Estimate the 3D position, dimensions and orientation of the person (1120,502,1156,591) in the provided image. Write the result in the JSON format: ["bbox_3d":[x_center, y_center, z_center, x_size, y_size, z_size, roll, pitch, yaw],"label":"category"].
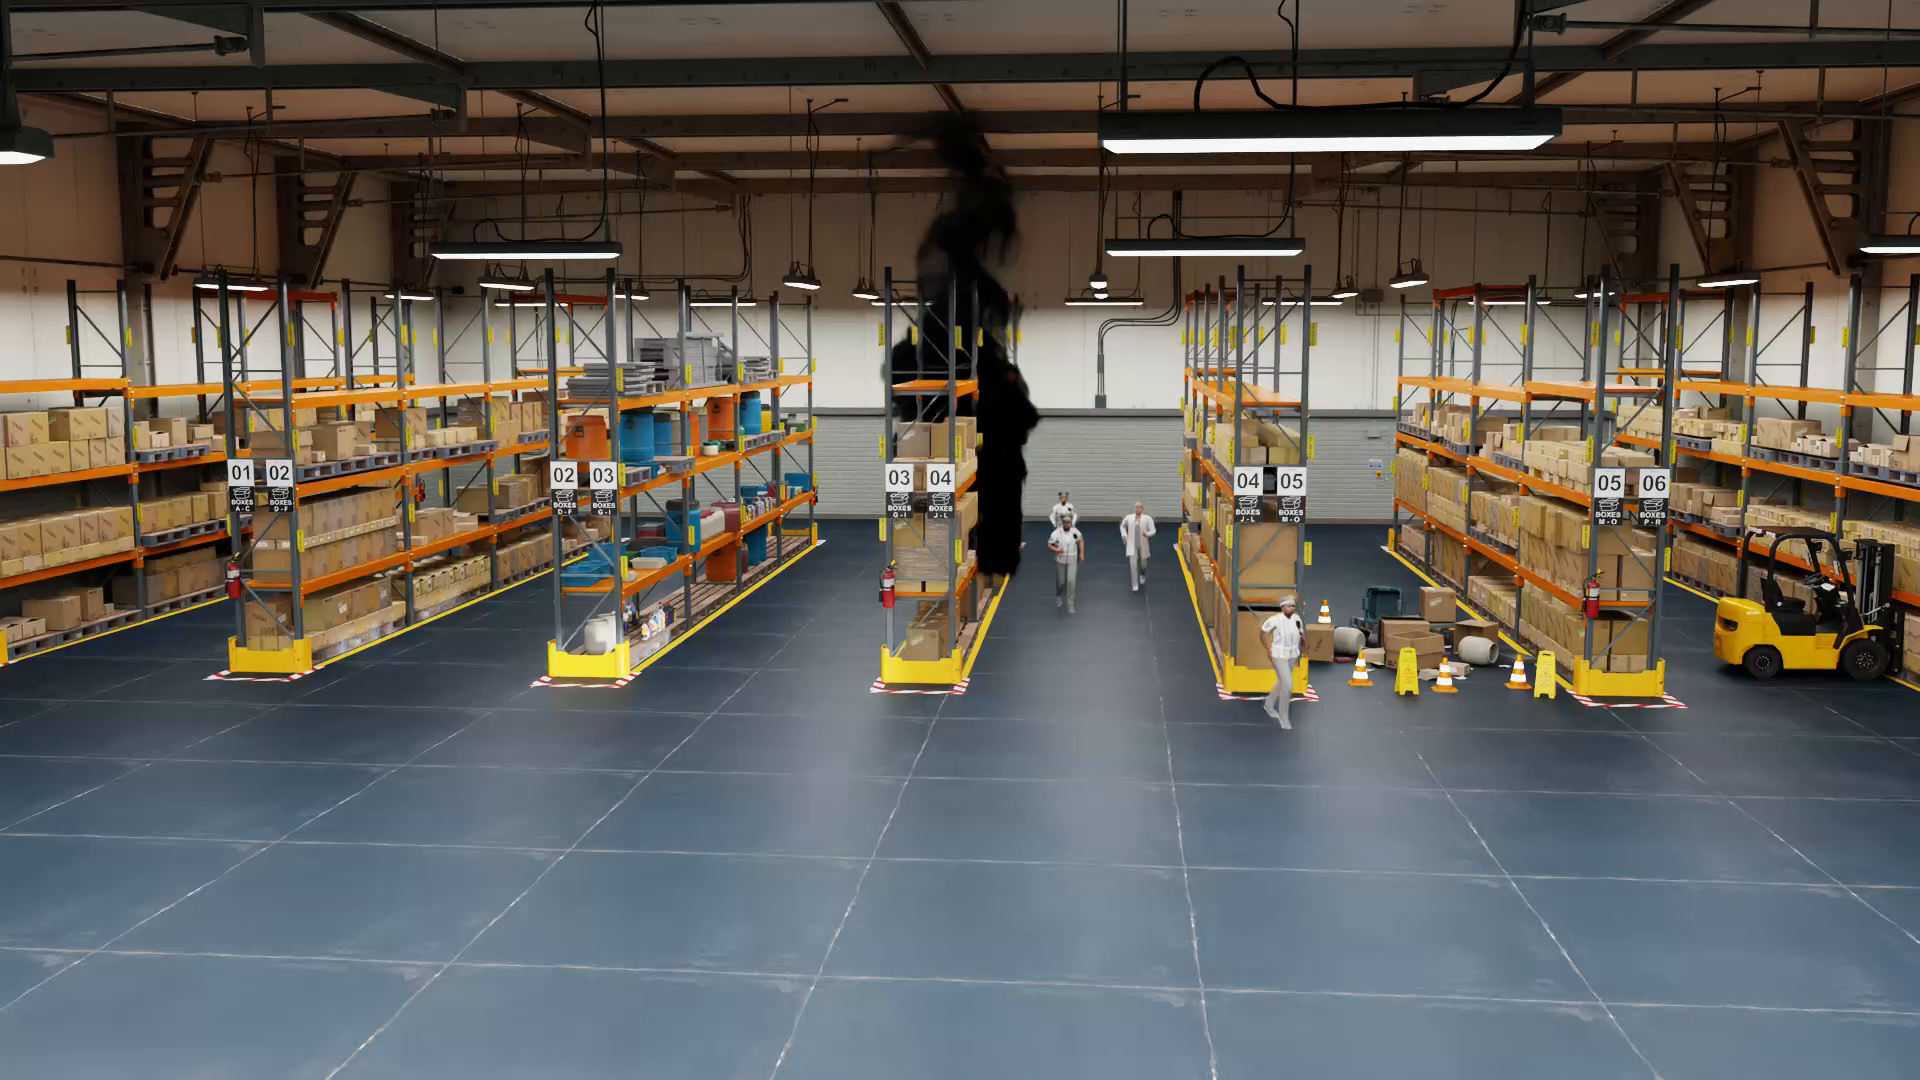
[{"bbox_3d":[3.530,0.118,33.106,0.720,1.747,0.916,1,7,7],"label":"person"}]

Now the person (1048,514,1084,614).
[{"bbox_3d":[1.954,0.408,30.636,0.684,1.819,0.866,0,7,-2],"label":"person"}]

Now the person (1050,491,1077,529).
[{"bbox_3d":[2.279,-0.257,36.595,0.607,1.663,0.769,0,7,-1],"label":"person"}]

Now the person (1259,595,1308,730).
[{"bbox_3d":[4.203,1.554,21.577,0.571,1.754,0.769,-4,8,-29],"label":"person"}]
